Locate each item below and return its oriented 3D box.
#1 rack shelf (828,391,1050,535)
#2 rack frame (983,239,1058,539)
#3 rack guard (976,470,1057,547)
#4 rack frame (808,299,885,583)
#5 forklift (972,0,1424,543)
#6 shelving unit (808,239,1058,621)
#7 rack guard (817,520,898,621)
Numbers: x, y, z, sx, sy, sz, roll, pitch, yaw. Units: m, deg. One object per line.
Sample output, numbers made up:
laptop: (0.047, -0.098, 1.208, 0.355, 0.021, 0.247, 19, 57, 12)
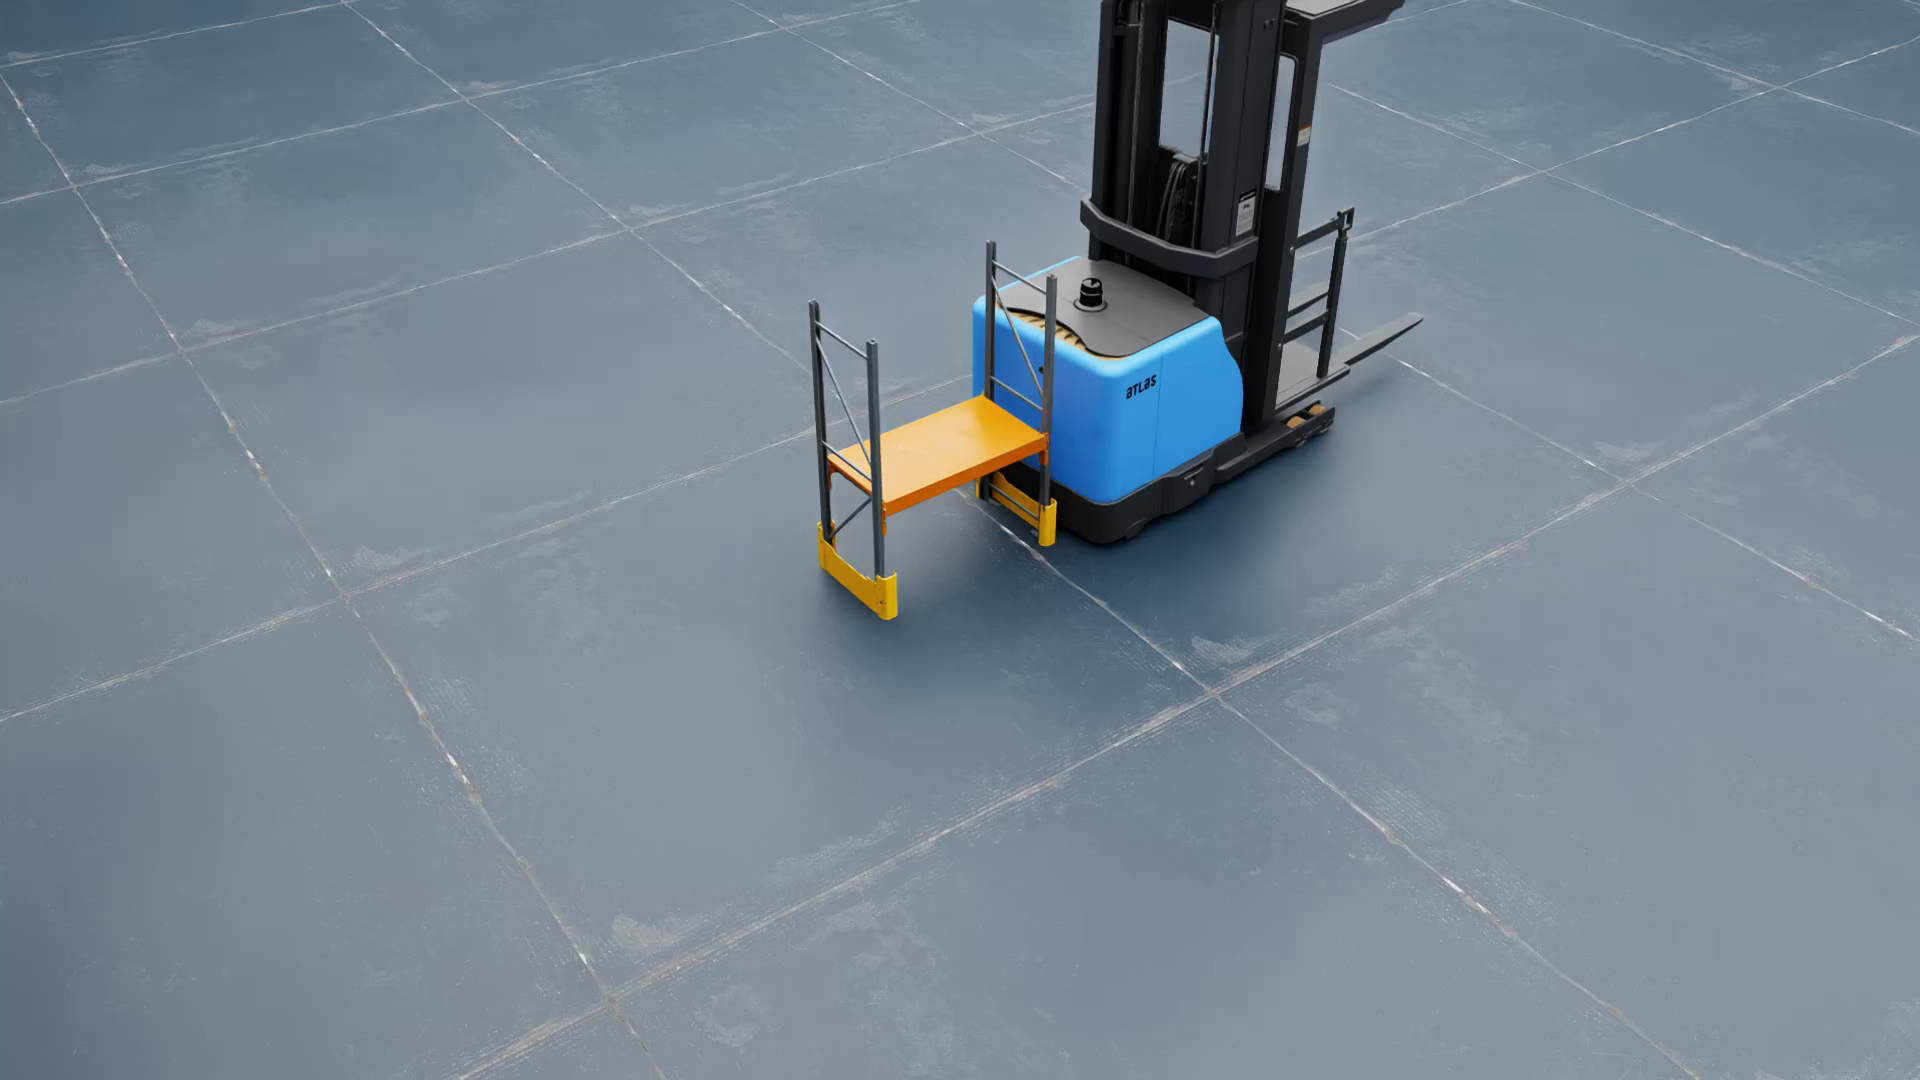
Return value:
rack shelf: (-0.116, -0.392, 8.131, 1.000, 0.185, 0.538, -24, 42, -30)
rack frame: (0.288, -0.718, 8.277, 0.032, 1.500, 0.500, -24, 42, -30)
rack guard: (0.287, -0.210, 8.641, 0.087, 0.250, 0.587, -24, 42, -30)
rack frame: (-0.520, -0.357, 7.776, 0.032, 1.500, 0.500, -24, 42, -30)
forklift: (1.474, -1.911, 8.710, 3.031, 2.935, 1.130, -28, 44, -33)
shelving unit: (-0.109, -0.541, 8.031, 1.083, 1.500, 0.587, -24, 42, -30)
rack guard: (-0.505, 0.143, 8.150, 0.087, 0.250, 0.587, -24, 42, -30)
